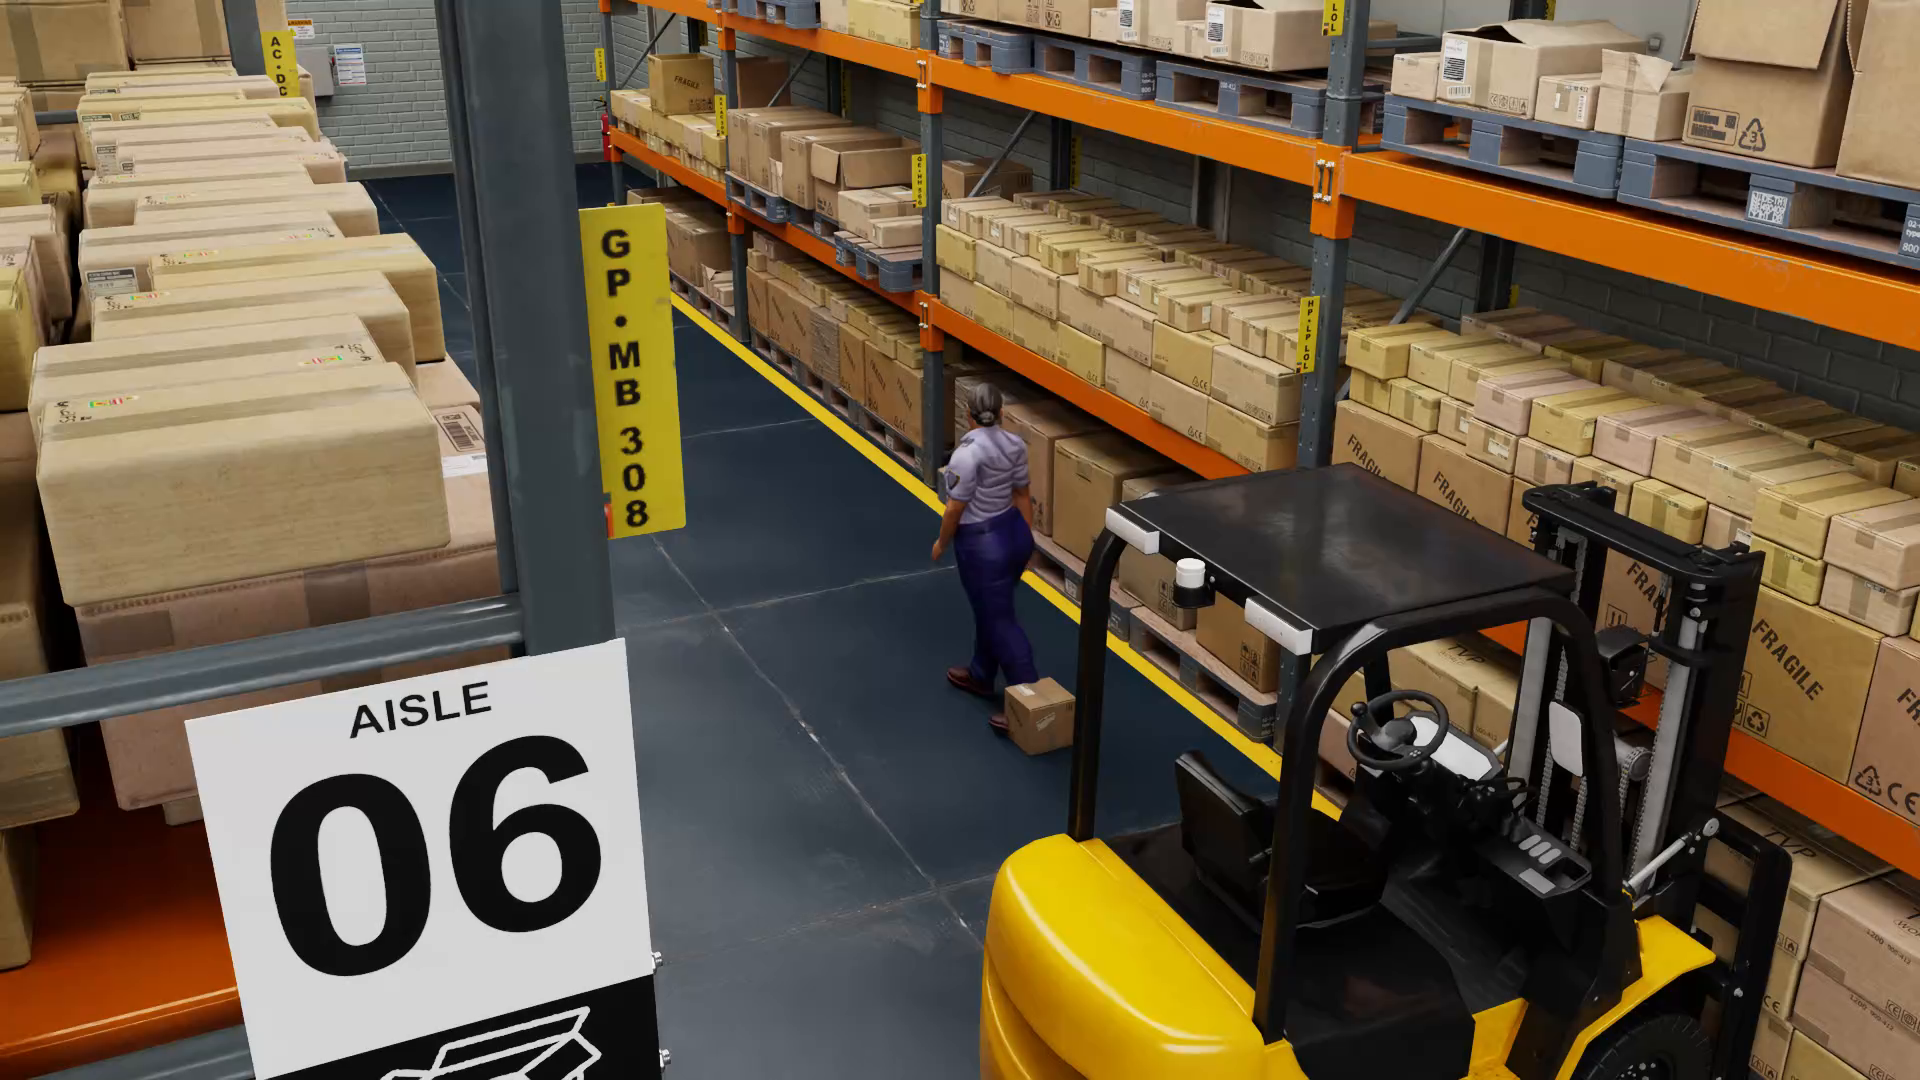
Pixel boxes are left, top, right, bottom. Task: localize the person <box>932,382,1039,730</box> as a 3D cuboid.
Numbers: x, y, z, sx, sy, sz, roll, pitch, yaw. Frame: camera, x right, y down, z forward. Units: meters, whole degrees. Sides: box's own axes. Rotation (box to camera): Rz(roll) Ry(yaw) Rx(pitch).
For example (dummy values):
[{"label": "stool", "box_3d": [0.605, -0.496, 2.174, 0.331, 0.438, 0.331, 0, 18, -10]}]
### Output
[{"label": "person", "box_3d": [0.158, 0.057, 7.960, 0.696, 1.630, 0.511, 15, 27, 33]}]
